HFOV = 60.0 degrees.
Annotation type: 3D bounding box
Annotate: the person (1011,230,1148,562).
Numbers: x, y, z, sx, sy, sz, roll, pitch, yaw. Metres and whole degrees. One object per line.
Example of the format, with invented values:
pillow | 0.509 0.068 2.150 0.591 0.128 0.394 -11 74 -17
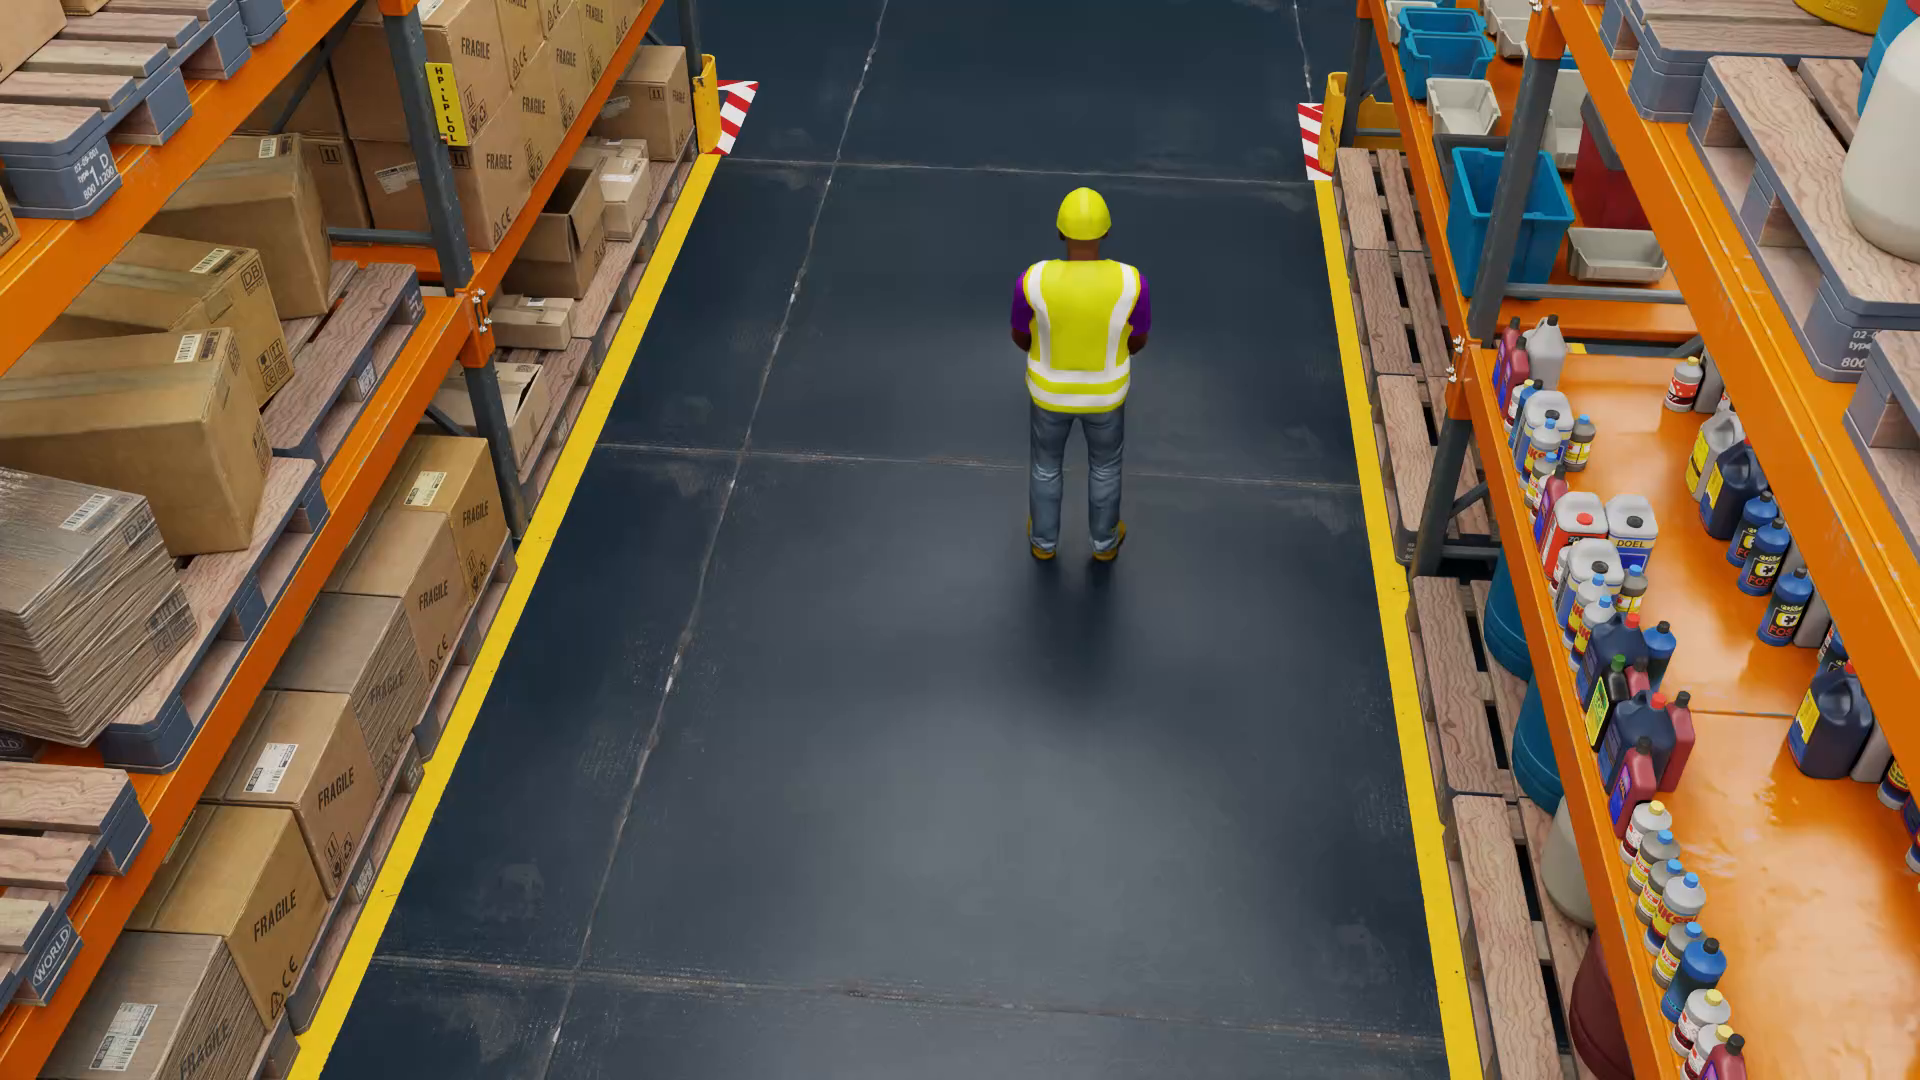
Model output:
person | 12.091 -4.908 6.375 23.367 9.002 6.709 3 40 3
